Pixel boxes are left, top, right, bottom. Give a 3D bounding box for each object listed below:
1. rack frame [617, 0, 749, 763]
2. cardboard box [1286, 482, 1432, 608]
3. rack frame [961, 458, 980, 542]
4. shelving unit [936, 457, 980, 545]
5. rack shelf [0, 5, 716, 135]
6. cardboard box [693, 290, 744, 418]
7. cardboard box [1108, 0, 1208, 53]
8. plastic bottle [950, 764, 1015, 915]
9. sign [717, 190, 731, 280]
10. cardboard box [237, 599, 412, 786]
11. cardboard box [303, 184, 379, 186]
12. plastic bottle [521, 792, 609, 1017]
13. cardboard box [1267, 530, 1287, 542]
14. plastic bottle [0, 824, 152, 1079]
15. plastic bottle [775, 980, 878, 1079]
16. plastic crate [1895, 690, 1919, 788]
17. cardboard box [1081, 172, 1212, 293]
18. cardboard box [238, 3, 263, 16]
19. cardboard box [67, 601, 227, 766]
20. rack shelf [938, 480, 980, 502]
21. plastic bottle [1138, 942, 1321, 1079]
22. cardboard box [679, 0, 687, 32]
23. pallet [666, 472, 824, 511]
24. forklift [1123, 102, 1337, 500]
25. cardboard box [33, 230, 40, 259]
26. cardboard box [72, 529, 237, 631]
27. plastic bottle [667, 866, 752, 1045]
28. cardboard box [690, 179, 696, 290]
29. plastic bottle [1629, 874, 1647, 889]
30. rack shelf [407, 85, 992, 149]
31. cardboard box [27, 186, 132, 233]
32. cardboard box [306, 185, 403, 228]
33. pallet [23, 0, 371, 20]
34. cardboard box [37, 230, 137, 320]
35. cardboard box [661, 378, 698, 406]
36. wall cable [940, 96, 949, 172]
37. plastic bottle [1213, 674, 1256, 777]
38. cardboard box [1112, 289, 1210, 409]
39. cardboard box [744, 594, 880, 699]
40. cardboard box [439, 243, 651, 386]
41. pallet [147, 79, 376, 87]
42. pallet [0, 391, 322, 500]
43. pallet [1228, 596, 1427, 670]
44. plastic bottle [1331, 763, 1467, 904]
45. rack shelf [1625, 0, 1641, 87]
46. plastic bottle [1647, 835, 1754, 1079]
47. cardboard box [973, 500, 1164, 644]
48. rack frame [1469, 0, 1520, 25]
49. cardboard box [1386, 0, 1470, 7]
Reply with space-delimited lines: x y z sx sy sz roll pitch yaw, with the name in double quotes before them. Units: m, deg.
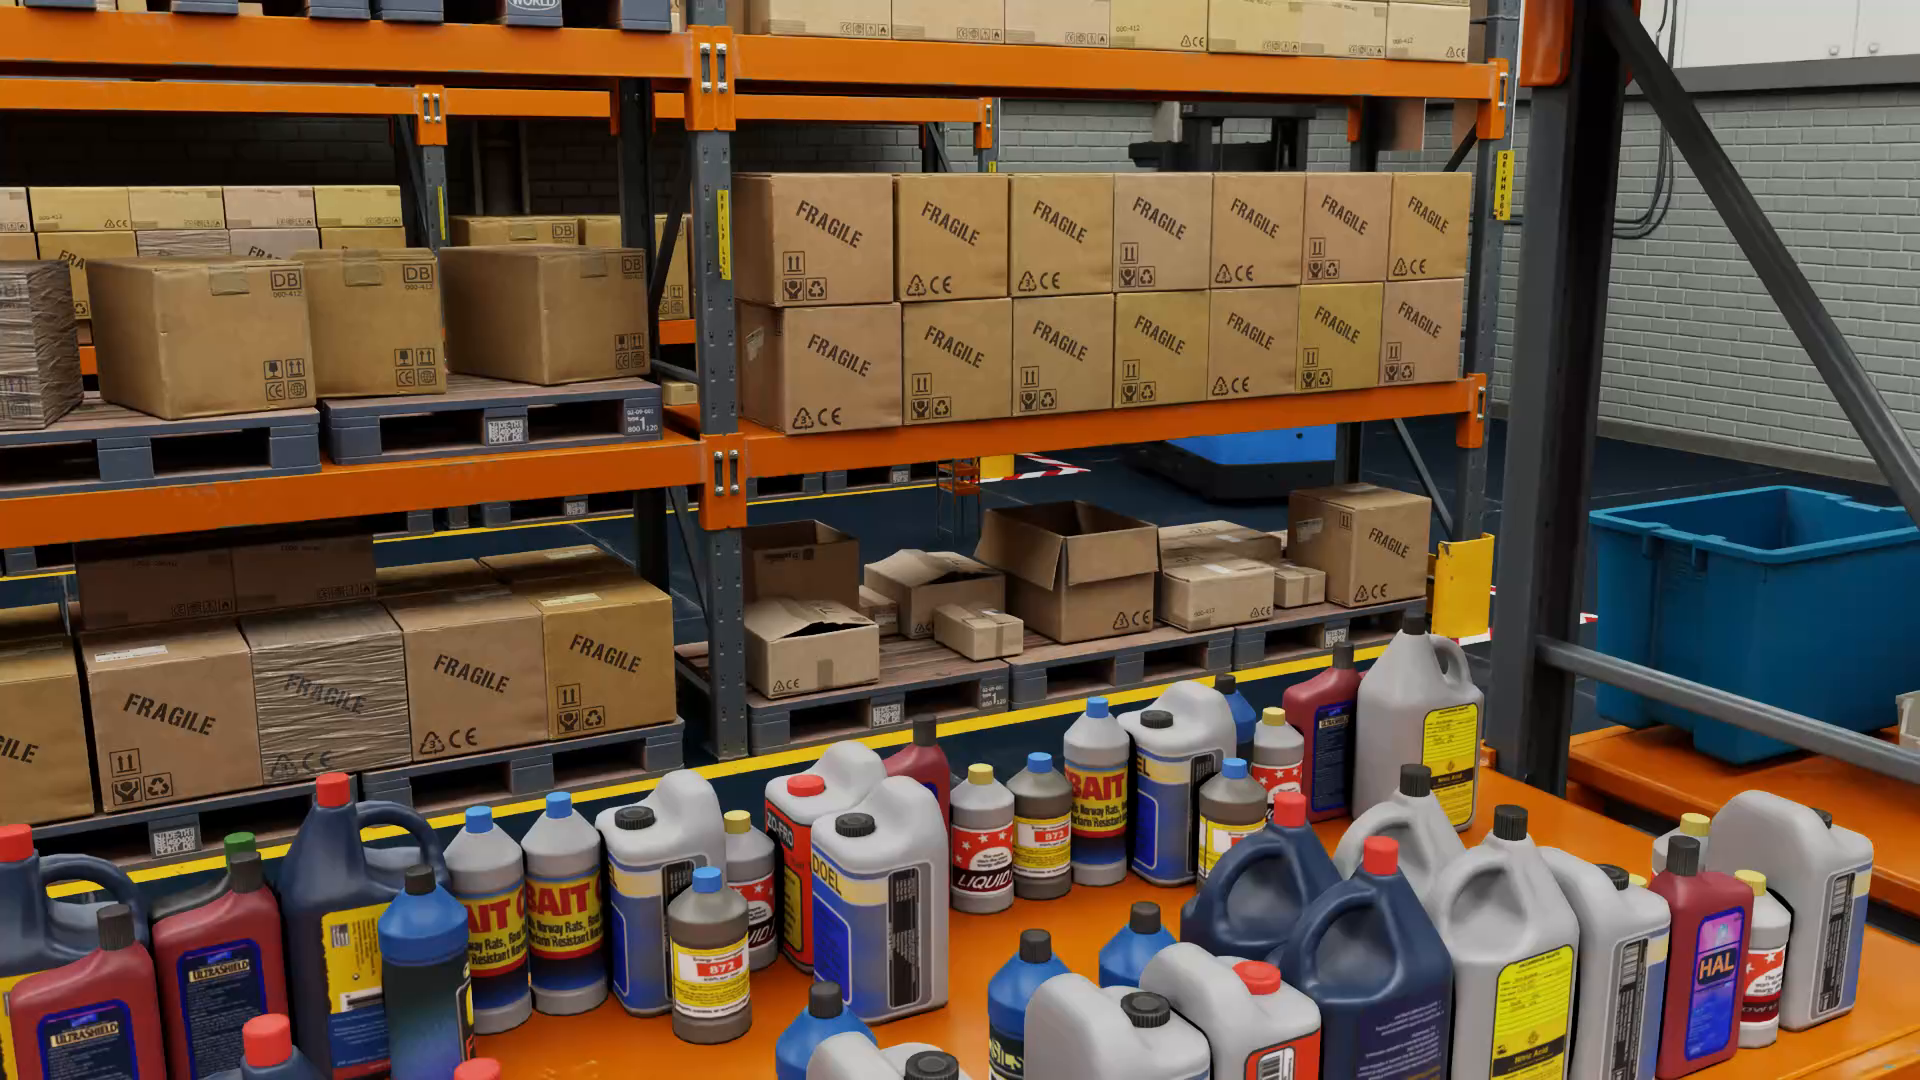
"rack frame" -1.145 -0.674 6.771 0.127 3.000 1.000 -7 14 -28
"cardboard box" 2.007 0.015 8.402 0.500 0.500 0.500 -7 14 -28
"rack frame" 0.068 -0.593 10.513 0.006 1.200 0.240 -7 14 -28
"shelving unit" -0.013 -0.584 10.471 0.189 1.200 0.258 -7 14 -28
"rack shelf" -2.901 -1.576 5.585 4.000 0.370 1.077 -7 14 -28
"cardboard box" -0.829 -0.824 7.213 0.500 0.500 0.500 -7 14 -27
"cardboard box" 0.718 -2.225 7.173 0.500 0.250 0.500 -7 14 -28
"plastic bottle" 0.029 0.419 2.366 0.097 0.201 0.097 0 13 0
"sign" -0.876 -1.132 6.170 0.005 0.325 0.100 -7 14 -28
"cardboard box" -2.319 0.541 6.063 0.500 0.500 0.500 -7 14 -27
"cardboard box" -4.051 -2.199 10.891 0.500 0.250 0.500 -6 14 -26
"plastic bottle" -0.495 0.448 2.079 0.097 0.271 0.097 0 13 0
"cardboard box" 1.834 0.060 9.004 0.250 0.149 0.380 -7 14 -28
"plastic bottle" -0.972 0.472 1.790 0.185 0.351 0.144 -7 14 -28
"plastic bottle" -0.127 0.556 1.601 0.097 0.271 0.097 0 13 0
"plastic crate" 1.702 0.359 2.645 0.243 0.136 0.396 -7 14 -28
"cardboard box" 0.760 -1.368 7.353 0.500 0.500 0.500 -6 14 -26
"cardboard box" -4.347 -3.283 10.305 0.500 0.500 0.700 -8 15 -31
"cardboard box" -3.036 0.498 6.258 0.500 0.500 0.500 -7 15 -30
"rack shelf" -0.013 -0.306 10.533 0.180 0.103 0.258 -7 14 -28
"plastic bottle" 0.271 0.537 1.673 0.135 0.276 0.152 -7 14 -28
"cardboard box" -0.846 -2.166 6.913 0.500 0.250 0.500 -7 14 -28
"pallet" -1.745 -0.462 12.180 1.213 0.211 1.003 -7 14 -28
"forklift" 1.930 -1.988 12.767 1.130 2.935 3.031 -3 13 -14
"cardboard box" -5.401 -1.671 10.251 0.500 0.500 0.500 -6 14 -26
"cardboard box" -3.004 0.127 6.195 0.500 0.250 0.500 -7 15 -29
"plastic bottle" -0.304 0.497 2.020 0.097 0.201 0.097 0 13 0
"cardboard box" -0.825 -1.313 7.108 0.500 0.500 0.500 -7 14 -28
"plastic bottle" 0.799 0.502 2.000 0.097 0.201 0.097 0 13 0
"rack shelf" -1.766 -2.951 11.695 4.000 0.370 1.077 -7 14 -28
"cardboard box" -5.157 -1.940 9.737 0.500 0.250 0.500 -7 15 -29
"cardboard box" -3.809 -2.099 10.445 0.500 0.250 0.500 -6 14 -26
"pallet" -2.660 -1.881 5.730 1.003 0.211 1.213 -7 14 -28
"cardboard box" -5.130 -1.574 9.821 0.500 0.500 0.500 -6 14 -26
"cardboard box" -1.970 -1.044 11.678 0.250 0.149 0.380 -7 15 -29
"wall cable" 0.660 -2.861 14.178 1.851 1.984 0.084 -7 14 -28
"plastic bottle" 0.404 0.340 2.558 0.097 0.271 0.097 0 13 0
"cardboard box" 0.767 -0.884 7.478 0.500 0.500 0.500 -7 14 -29
"cardboard box" -0.673 0.421 7.029 0.500 0.311 0.500 -7 14 -28
"cardboard box" -1.668 -0.921 6.684 0.700 0.500 0.500 11 17 41
"pallet" -4.303 -2.892 10.232 1.217 0.209 0.805 -8 15 -30
"pallet" -2.951 -0.365 5.835 1.213 0.211 1.003 -7 14 -28
"pallet" 1.600 0.358 8.538 1.213 0.211 1.003 -7 14 -28
"plastic bottle" 0.506 0.437 1.946 0.185 0.351 0.144 -7 14 -28
"rack shelf" 2.980 -1.042 3.212 4.000 0.370 1.077 -7 14 -28
"plastic bottle" 0.853 0.475 1.932 0.133 0.283 0.061 -7 14 -28
"cardboard box" 0.501 0.131 7.879 0.637 0.503 0.797 -7 14 -28
"rack frame" 2.366 -4.021 7.982 0.127 3.000 1.000 -7 14 -28
"cardboard box" 2.037 -2.625 7.814 0.500 0.250 0.500 -7 14 -28
